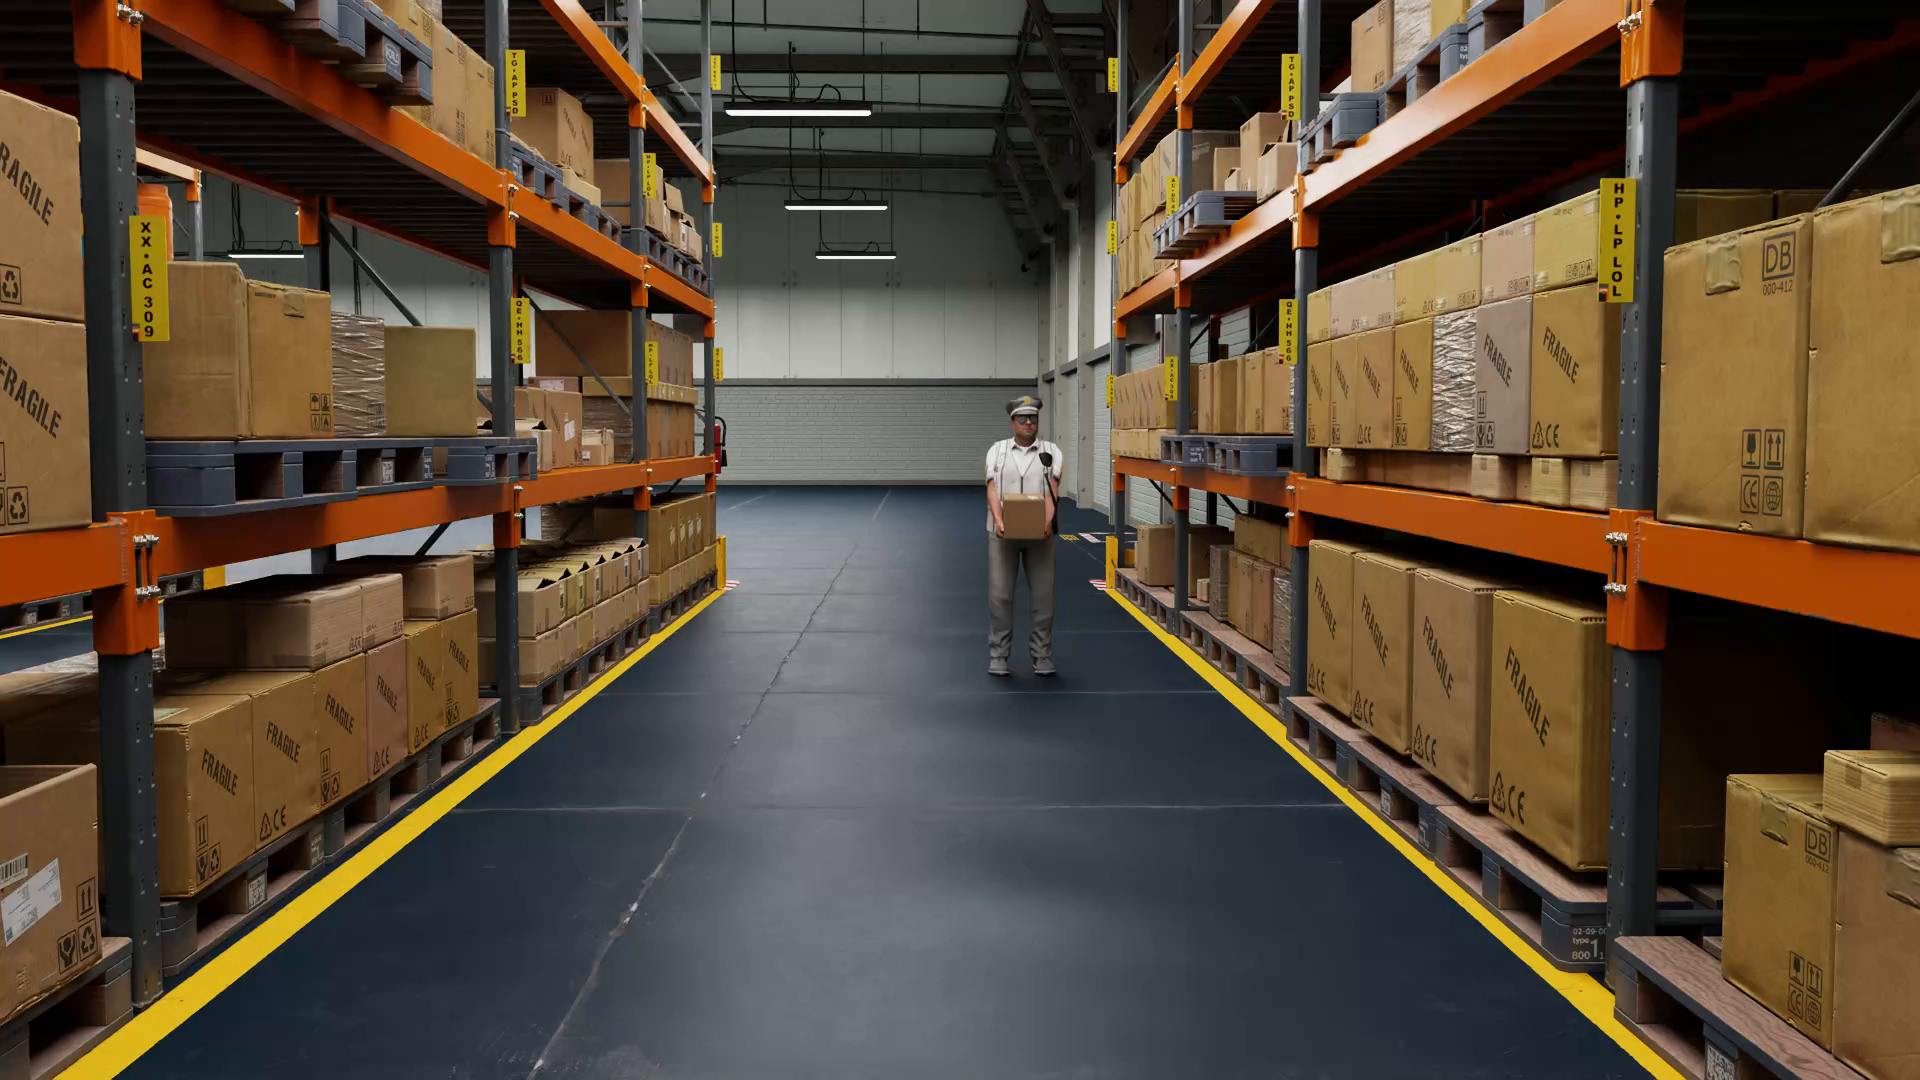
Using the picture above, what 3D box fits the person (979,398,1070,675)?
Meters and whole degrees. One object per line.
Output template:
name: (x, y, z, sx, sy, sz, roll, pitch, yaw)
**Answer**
person: (0.409, -0.028, 10.609, 0.599, 1.747, 0.443, 0, 4, -5)
